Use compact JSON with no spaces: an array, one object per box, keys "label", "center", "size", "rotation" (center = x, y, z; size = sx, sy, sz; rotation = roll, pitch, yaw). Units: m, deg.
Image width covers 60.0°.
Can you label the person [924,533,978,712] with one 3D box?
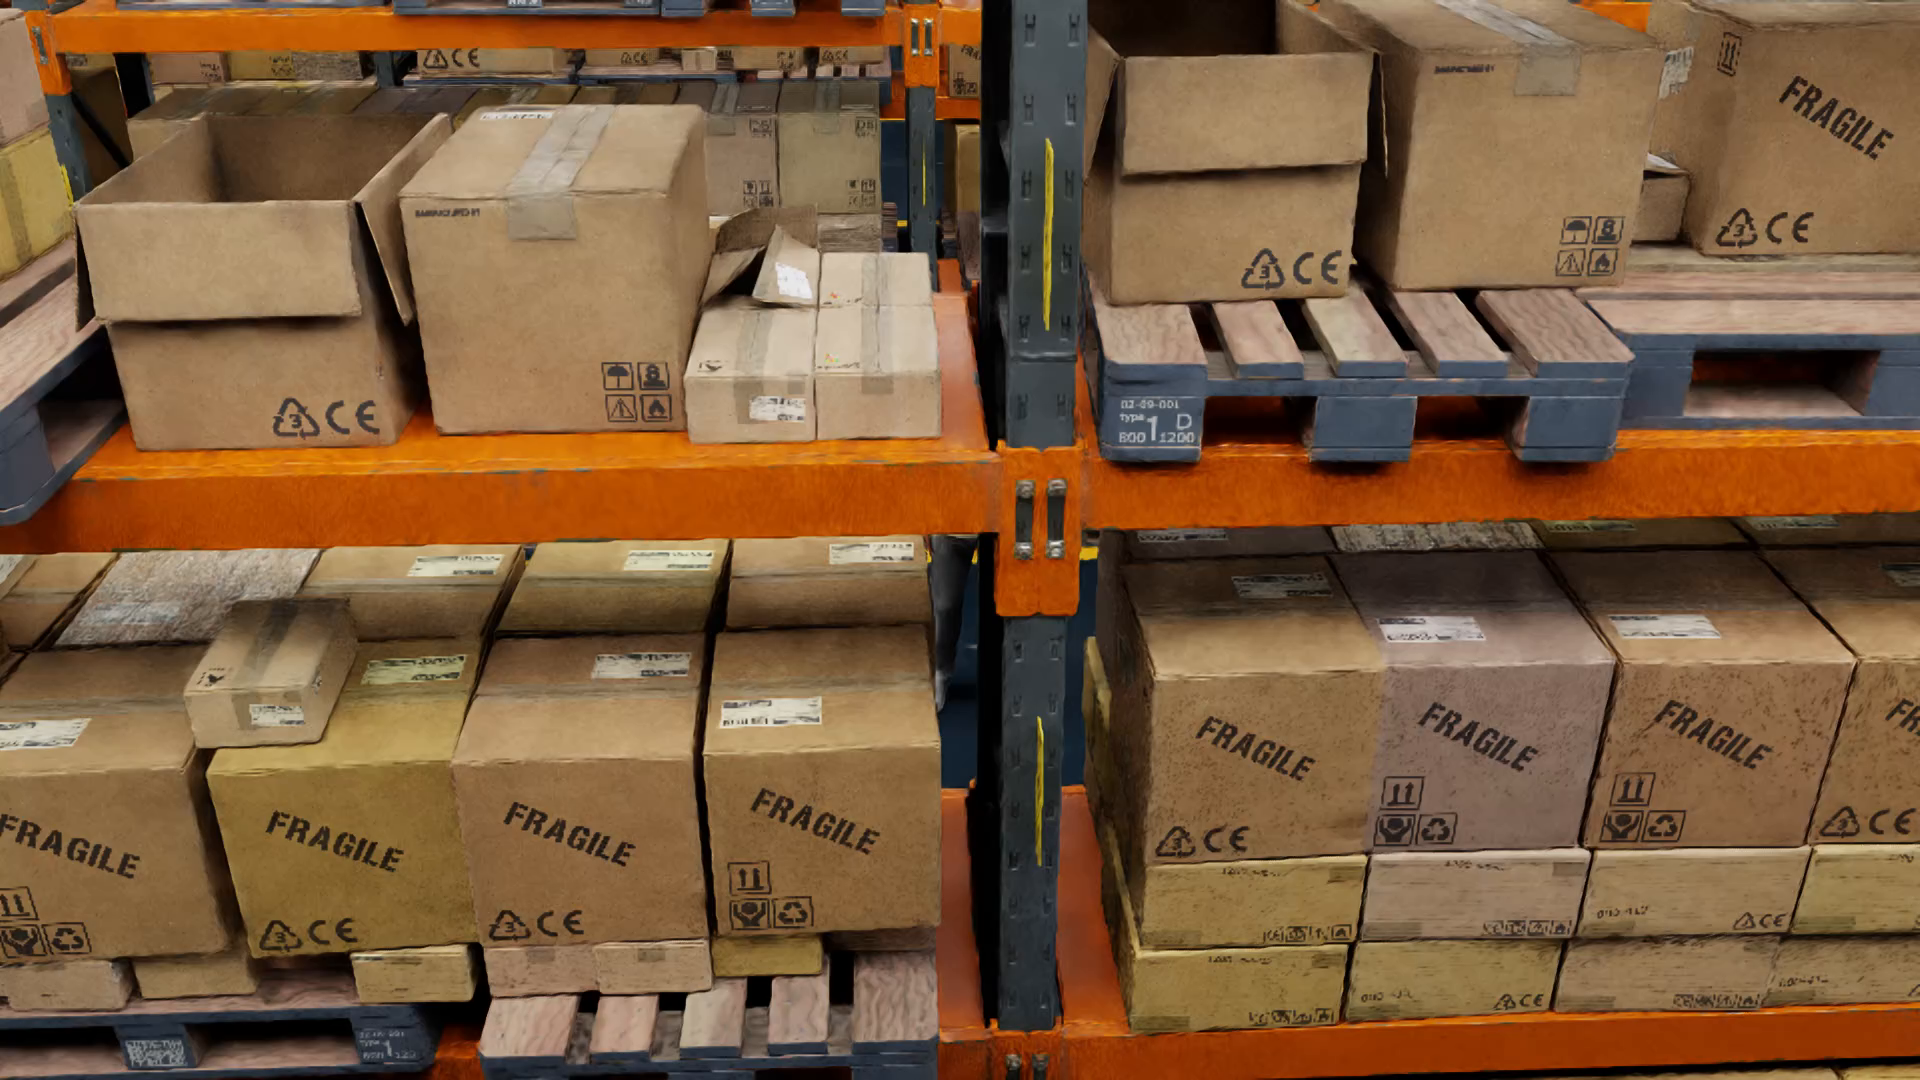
[{"label":"person","center":[0.063,-0.061,7.167],"size":[0.613,1.765,0.388],"rotation":[-3,28,-5]}]
